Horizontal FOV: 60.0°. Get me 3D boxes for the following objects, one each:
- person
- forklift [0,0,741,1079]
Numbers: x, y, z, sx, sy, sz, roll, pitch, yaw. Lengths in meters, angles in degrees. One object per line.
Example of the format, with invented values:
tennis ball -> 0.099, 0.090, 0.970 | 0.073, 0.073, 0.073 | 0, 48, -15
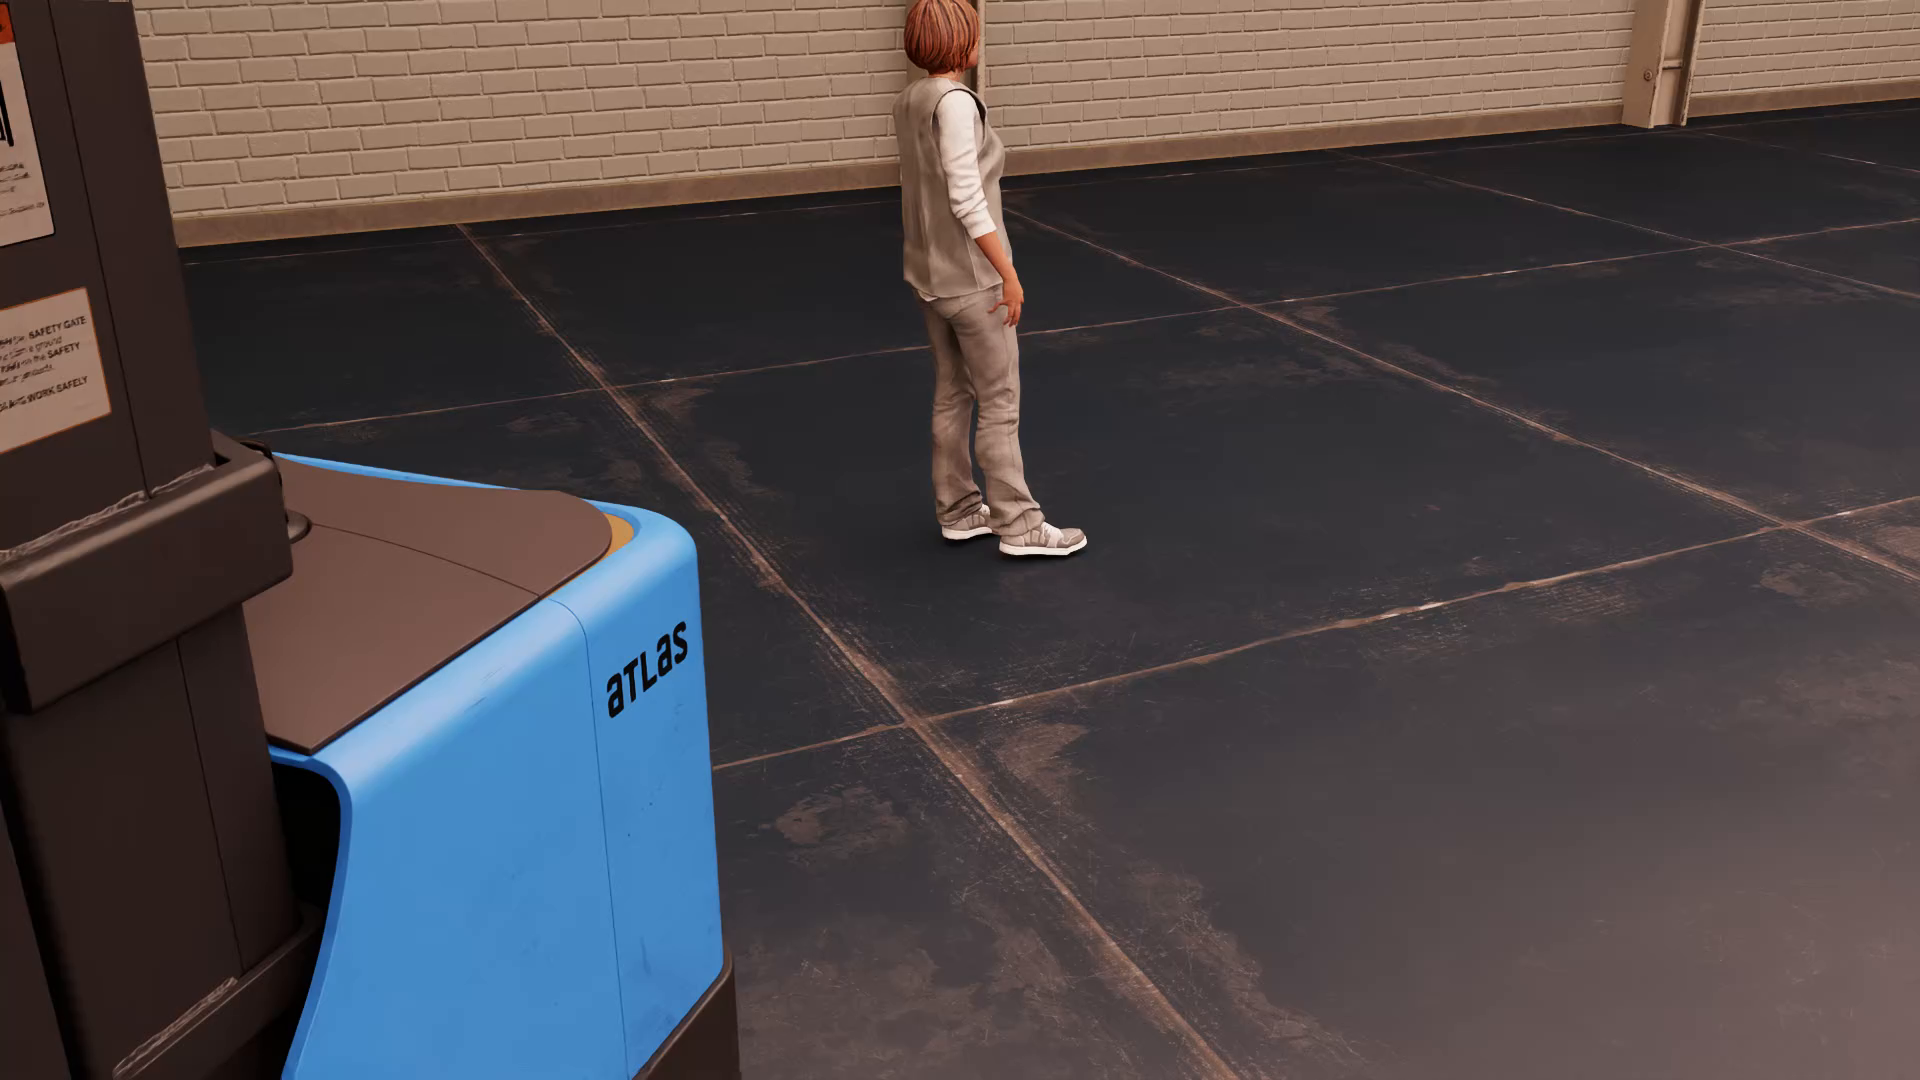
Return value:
person -> 0.073, -0.751, 4.815 | 0.475, 1.596, 0.521 | -10, 25, -23
forklift -> -1.368, 0.059, 1.143 | 1.130, 2.935, 3.031 | 8, 24, 19
